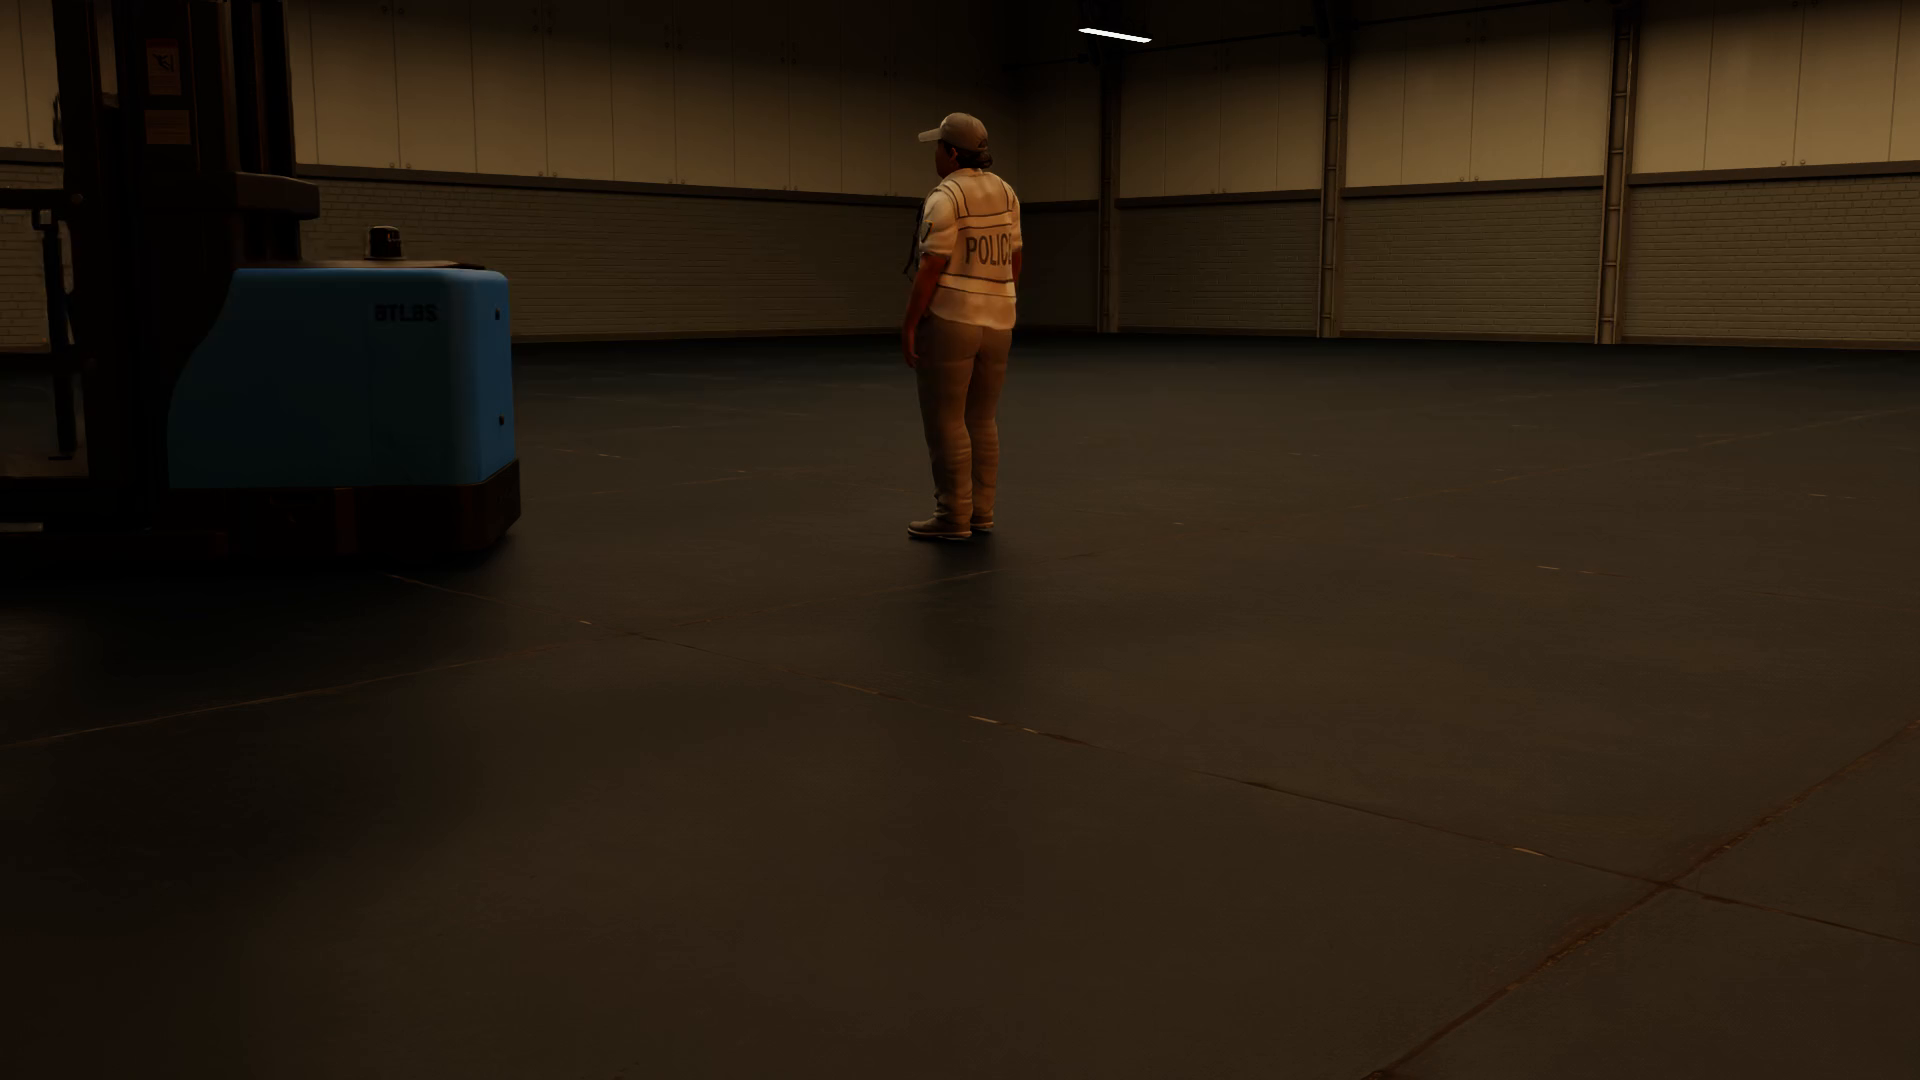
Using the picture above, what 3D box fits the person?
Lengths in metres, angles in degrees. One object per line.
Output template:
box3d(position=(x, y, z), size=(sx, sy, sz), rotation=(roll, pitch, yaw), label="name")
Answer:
box3d(position=(-0.039, -0.841, 6.661), size=(0.529, 1.670, 0.598), rotation=(8, 12, 43), label="person")

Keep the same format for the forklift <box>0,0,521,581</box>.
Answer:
box3d(position=(-3.272, -1.387, 6.085), size=(3.031, 2.935, 1.130), rotation=(-1, 9, -7), label="forklift")
